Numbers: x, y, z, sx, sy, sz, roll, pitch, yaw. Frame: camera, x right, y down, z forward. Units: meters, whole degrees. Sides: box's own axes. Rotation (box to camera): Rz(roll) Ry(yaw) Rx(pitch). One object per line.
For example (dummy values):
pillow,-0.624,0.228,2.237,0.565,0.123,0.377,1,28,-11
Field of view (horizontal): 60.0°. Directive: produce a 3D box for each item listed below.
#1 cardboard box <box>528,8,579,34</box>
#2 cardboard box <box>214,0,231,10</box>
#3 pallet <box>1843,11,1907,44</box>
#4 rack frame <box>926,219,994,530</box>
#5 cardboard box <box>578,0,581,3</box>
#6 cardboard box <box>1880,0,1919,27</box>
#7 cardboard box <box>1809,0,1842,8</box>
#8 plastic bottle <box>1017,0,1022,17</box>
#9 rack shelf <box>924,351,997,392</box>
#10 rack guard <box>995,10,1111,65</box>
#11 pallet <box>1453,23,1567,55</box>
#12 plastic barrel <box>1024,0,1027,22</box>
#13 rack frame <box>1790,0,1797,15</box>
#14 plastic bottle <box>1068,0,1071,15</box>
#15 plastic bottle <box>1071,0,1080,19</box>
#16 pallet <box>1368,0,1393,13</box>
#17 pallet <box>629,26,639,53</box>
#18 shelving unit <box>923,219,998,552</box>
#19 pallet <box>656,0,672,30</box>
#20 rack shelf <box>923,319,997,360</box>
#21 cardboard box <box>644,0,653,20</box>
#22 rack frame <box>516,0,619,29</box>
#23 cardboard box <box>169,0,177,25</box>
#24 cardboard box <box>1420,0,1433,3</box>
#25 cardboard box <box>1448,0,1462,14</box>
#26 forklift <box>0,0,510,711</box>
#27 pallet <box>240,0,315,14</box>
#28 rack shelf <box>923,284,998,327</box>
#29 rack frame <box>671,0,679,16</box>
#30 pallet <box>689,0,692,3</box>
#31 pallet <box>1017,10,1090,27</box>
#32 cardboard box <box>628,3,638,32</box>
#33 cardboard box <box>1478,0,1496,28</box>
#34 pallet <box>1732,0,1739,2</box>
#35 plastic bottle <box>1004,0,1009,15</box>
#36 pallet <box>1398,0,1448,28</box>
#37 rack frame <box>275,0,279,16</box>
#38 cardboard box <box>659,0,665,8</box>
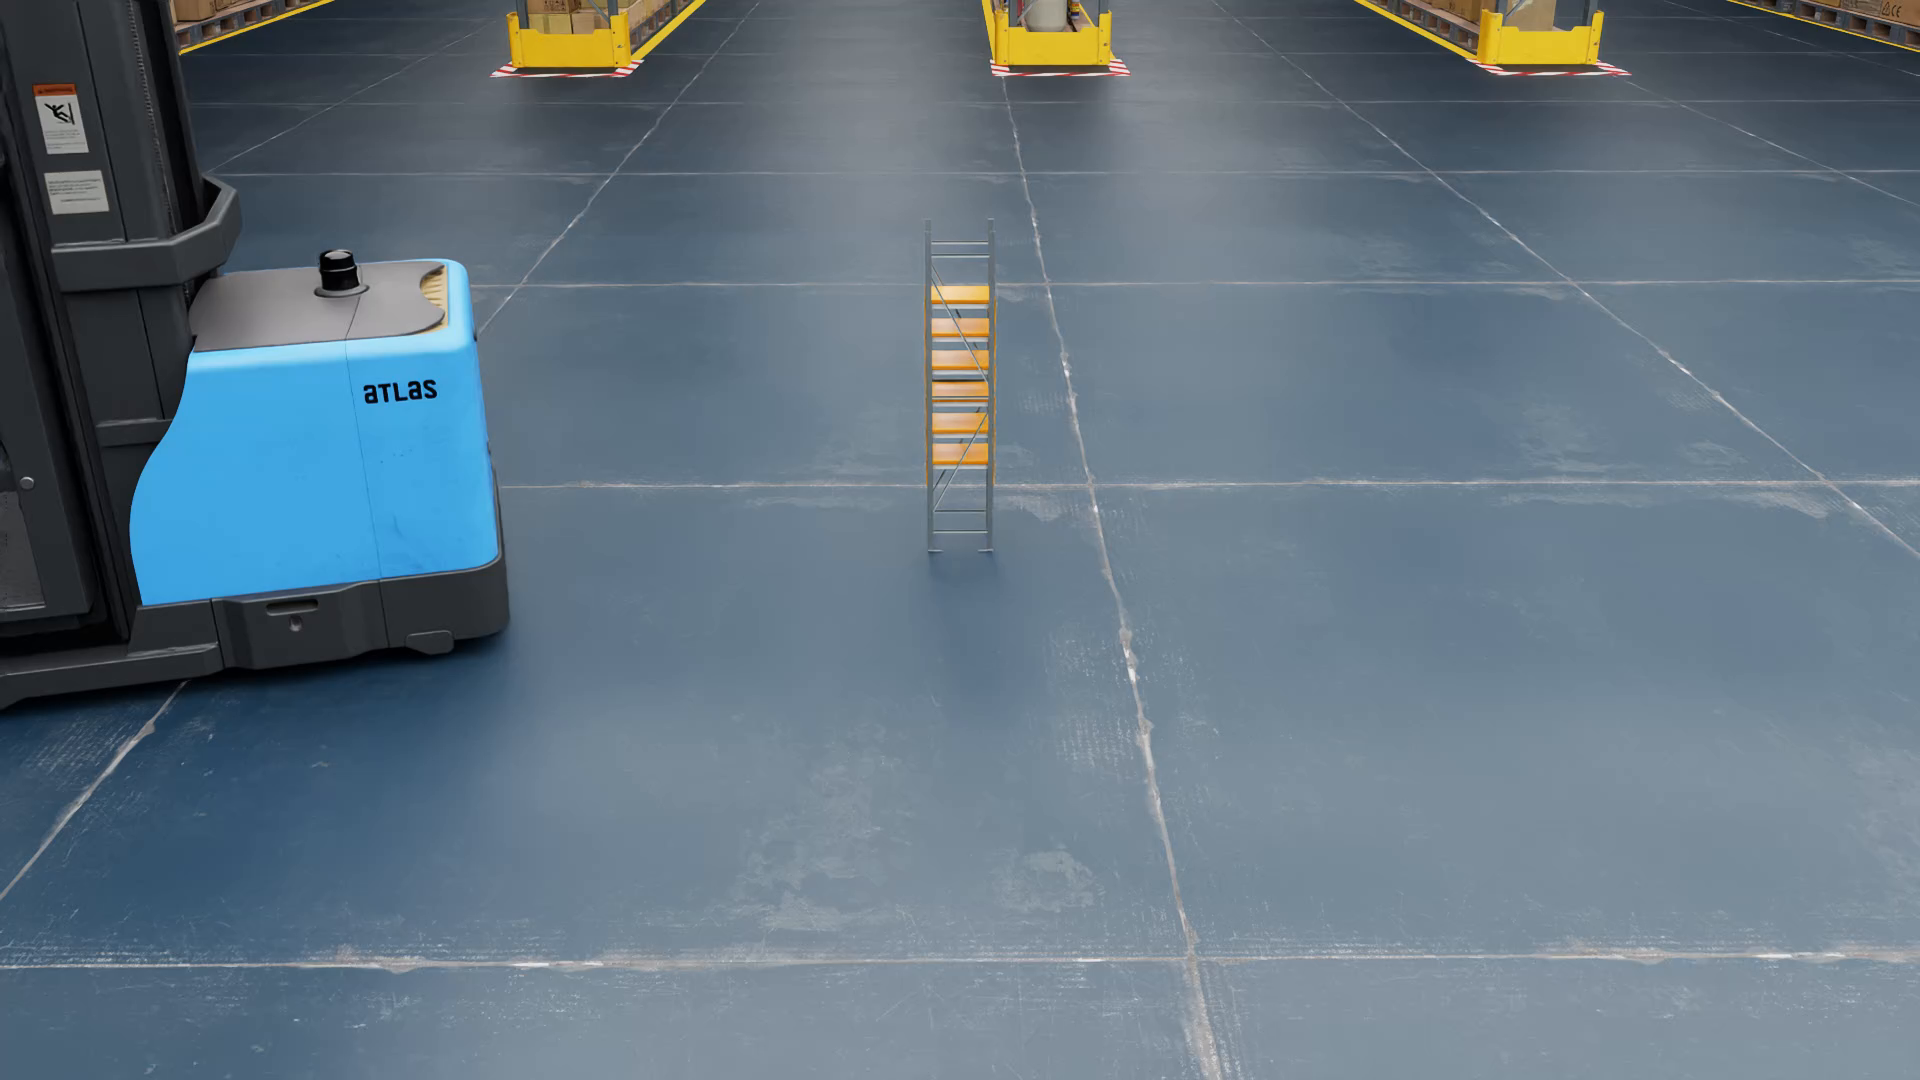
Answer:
cardboard box,-4.261,-5.388,17.350,0.500,0.250,0.500,0,24,-1
cardboard box,-8.905,-6.488,19.456,0.500,0.500,0.500,-2,24,-5
pallet,10.809,-5.814,18.848,1.003,0.211,1.213,0,24,-1
rack frame,-0.001,-0.578,6.073,0.240,1.200,0.006,0,24,-1
cardboard box,-4.289,-6.142,18.107,0.500,0.500,0.500,0,24,-1
cardboard box,10.822,-6.119,18.207,0.875,0.875,0.875,-1,24,-1
cardboard box,10.800,-6.866,19.859,0.875,0.875,0.875,0,24,0
plastic bottle,0.666,-6.073,18.800,0.061,0.283,0.133,0,24,-1
rack shelf,0.000,-0.610,5.958,0.258,0.103,0.180,0,24,-1
rack guard,0.945,-5.143,17.014,1.175,0.500,0.348,0,24,-1
pallet,5.972,-5.369,17.864,1.003,0.211,1.213,0,24,-1
plastic barrel,0.904,-5.786,17.912,0.421,0.512,0.421,0,24,0
rack frame,10.863,-7.902,20.081,1.000,3.000,0.127,0,24,-1
plastic bottle,1.281,-6.098,18.869,0.097,0.271,0.097,0,24,0
plastic bottle,1.285,-5.956,18.557,0.097,0.271,0.097,0,24,0
pallet,5.892,-6.971,21.408,1.003,0.211,1.213,0,24,-1
pallet,-4.010,-5.274,17.656,1.003,0.211,1.213,0,24,-1
shelving unit,0.000,-0.541,5.990,0.258,1.200,0.189,0,24,-1
pallet,-4.037,-6.280,19.879,1.003,0.211,1.213,0,24,-1
rack shelf,0.000,-0.719,5.909,0.258,0.103,0.180,0,24,-1
cardboard box,-3.758,-6.009,18.722,0.500,0.250,0.500,0,24,-1
rack frame,-3.960,-6.230,16.385,1.000,3.000,0.127,0,24,-1
cardboard box,-8.837,-5.702,17.946,0.500,0.311,0.500,2,24,4
cardboard box,5.867,-6.809,20.188,0.500,0.500,0.500,-1,24,-2
cardboard box,5.966,-6.317,19.101,0.500,0.500,0.500,-2,24,-5
forklift,-3.059,-1.003,4.910,3.031,2.935,1.130,-7,25,-15
pallet,-8.967,-6.905,21.260,1.003,0.211,1.213,0,24,-1
rack shelf,0.000,-0.828,5.860,0.258,0.103,0.180,0,24,-1
rack frame,-4.003,-7.878,20.029,1.000,3.000,0.127,0,24,-1
pallet,-4.067,-7.415,22.389,1.003,0.211,1.213,0,24,-1
pallet,0.932,-5.847,18.923,1.003,0.211,1.213,0,24,-1
cardboard box,-3.752,-5.596,17.811,0.500,0.250,0.500,0,24,-1
cardboard box,5.915,-5.829,18.022,0.500,0.500,0.500,6,25,13
pallet,10.763,-7.453,22.472,1.003,0.211,1.213,0,24,-1
plastic bottle,0.535,-5.931,18.585,0.097,0.201,0.097,0,24,0
pallet,5.945,-6.374,20.087,1.003,0.211,1.213,0,24,-1
rack frame,-8.957,-7.854,19.976,1.000,3.000,0.127,0,24,-1
cardboard box,-3.784,-6.421,19.633,0.500,0.250,0.500,0,24,-1
